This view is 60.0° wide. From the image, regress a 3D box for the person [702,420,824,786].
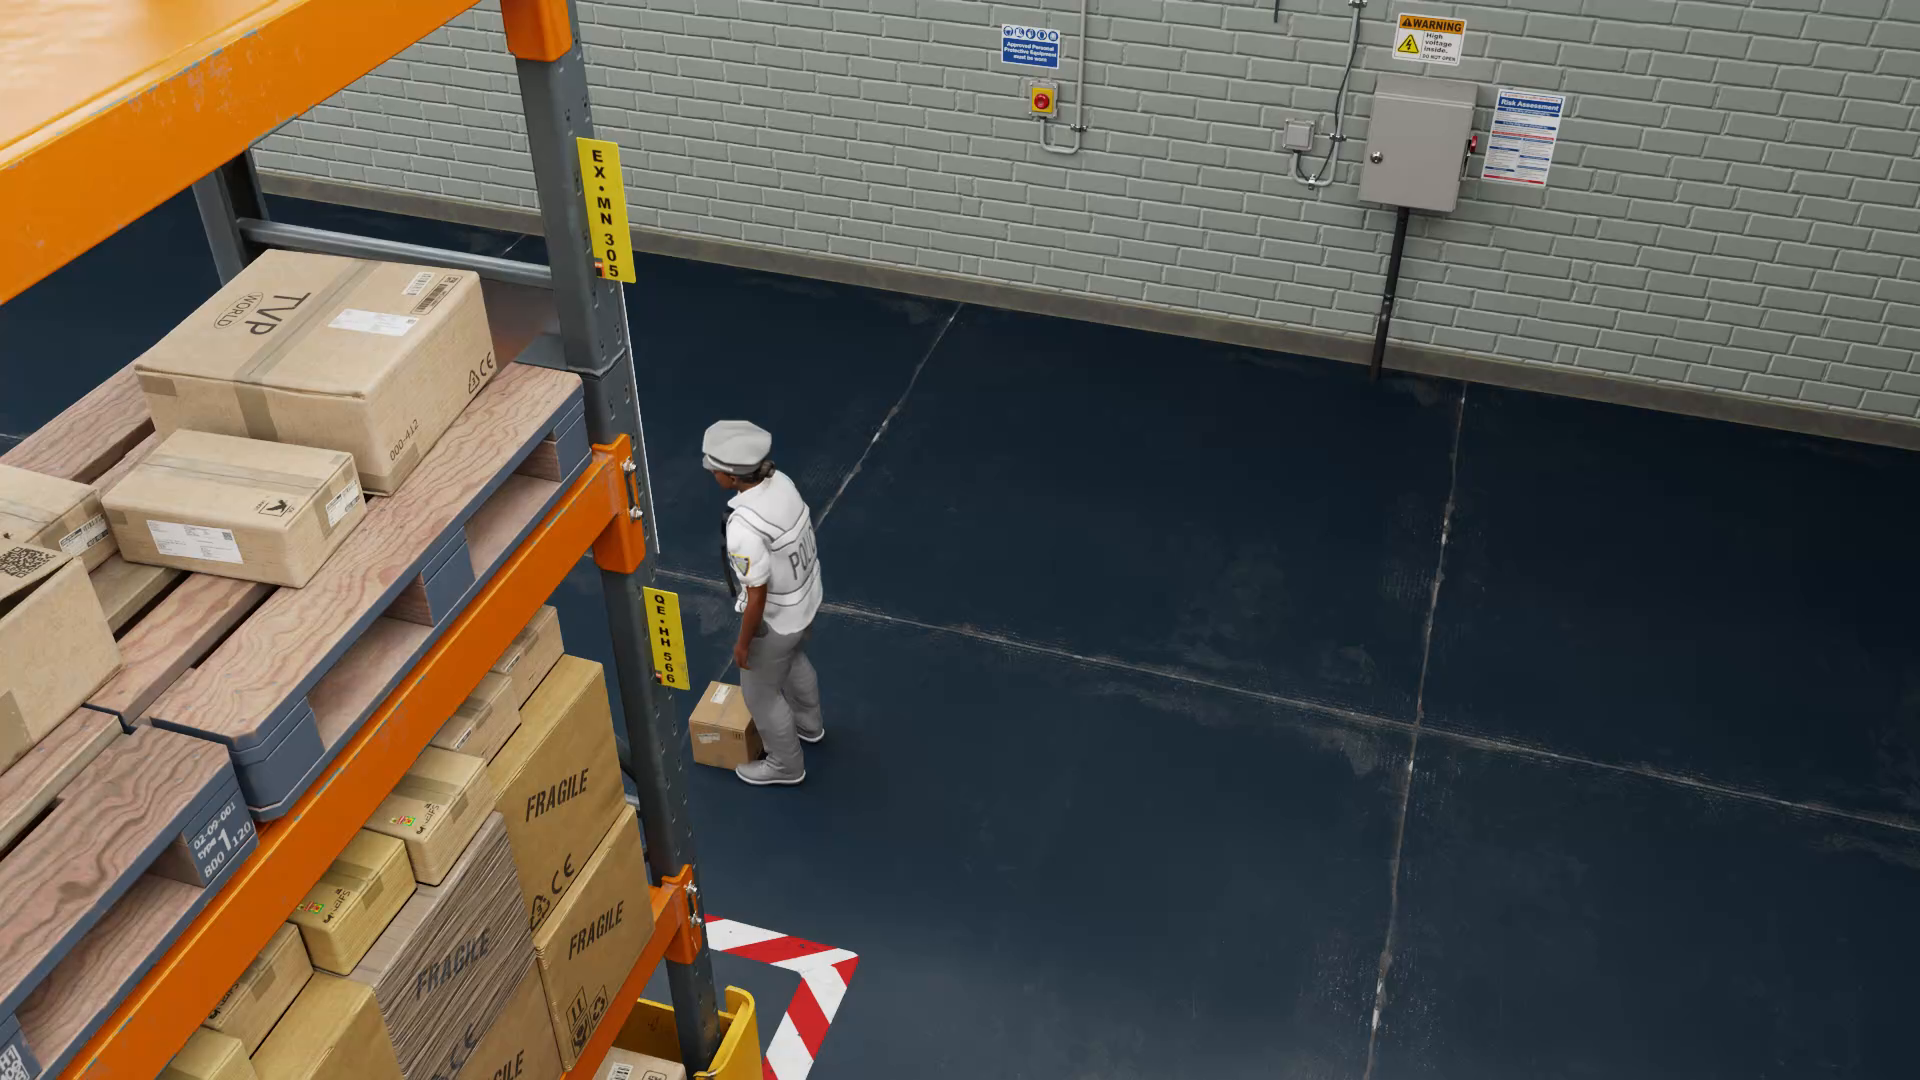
[{"bbox_3d":[-0.746,0.266,6.539,0.395,1.661,0.525,10,38,12],"label":"person"}]
